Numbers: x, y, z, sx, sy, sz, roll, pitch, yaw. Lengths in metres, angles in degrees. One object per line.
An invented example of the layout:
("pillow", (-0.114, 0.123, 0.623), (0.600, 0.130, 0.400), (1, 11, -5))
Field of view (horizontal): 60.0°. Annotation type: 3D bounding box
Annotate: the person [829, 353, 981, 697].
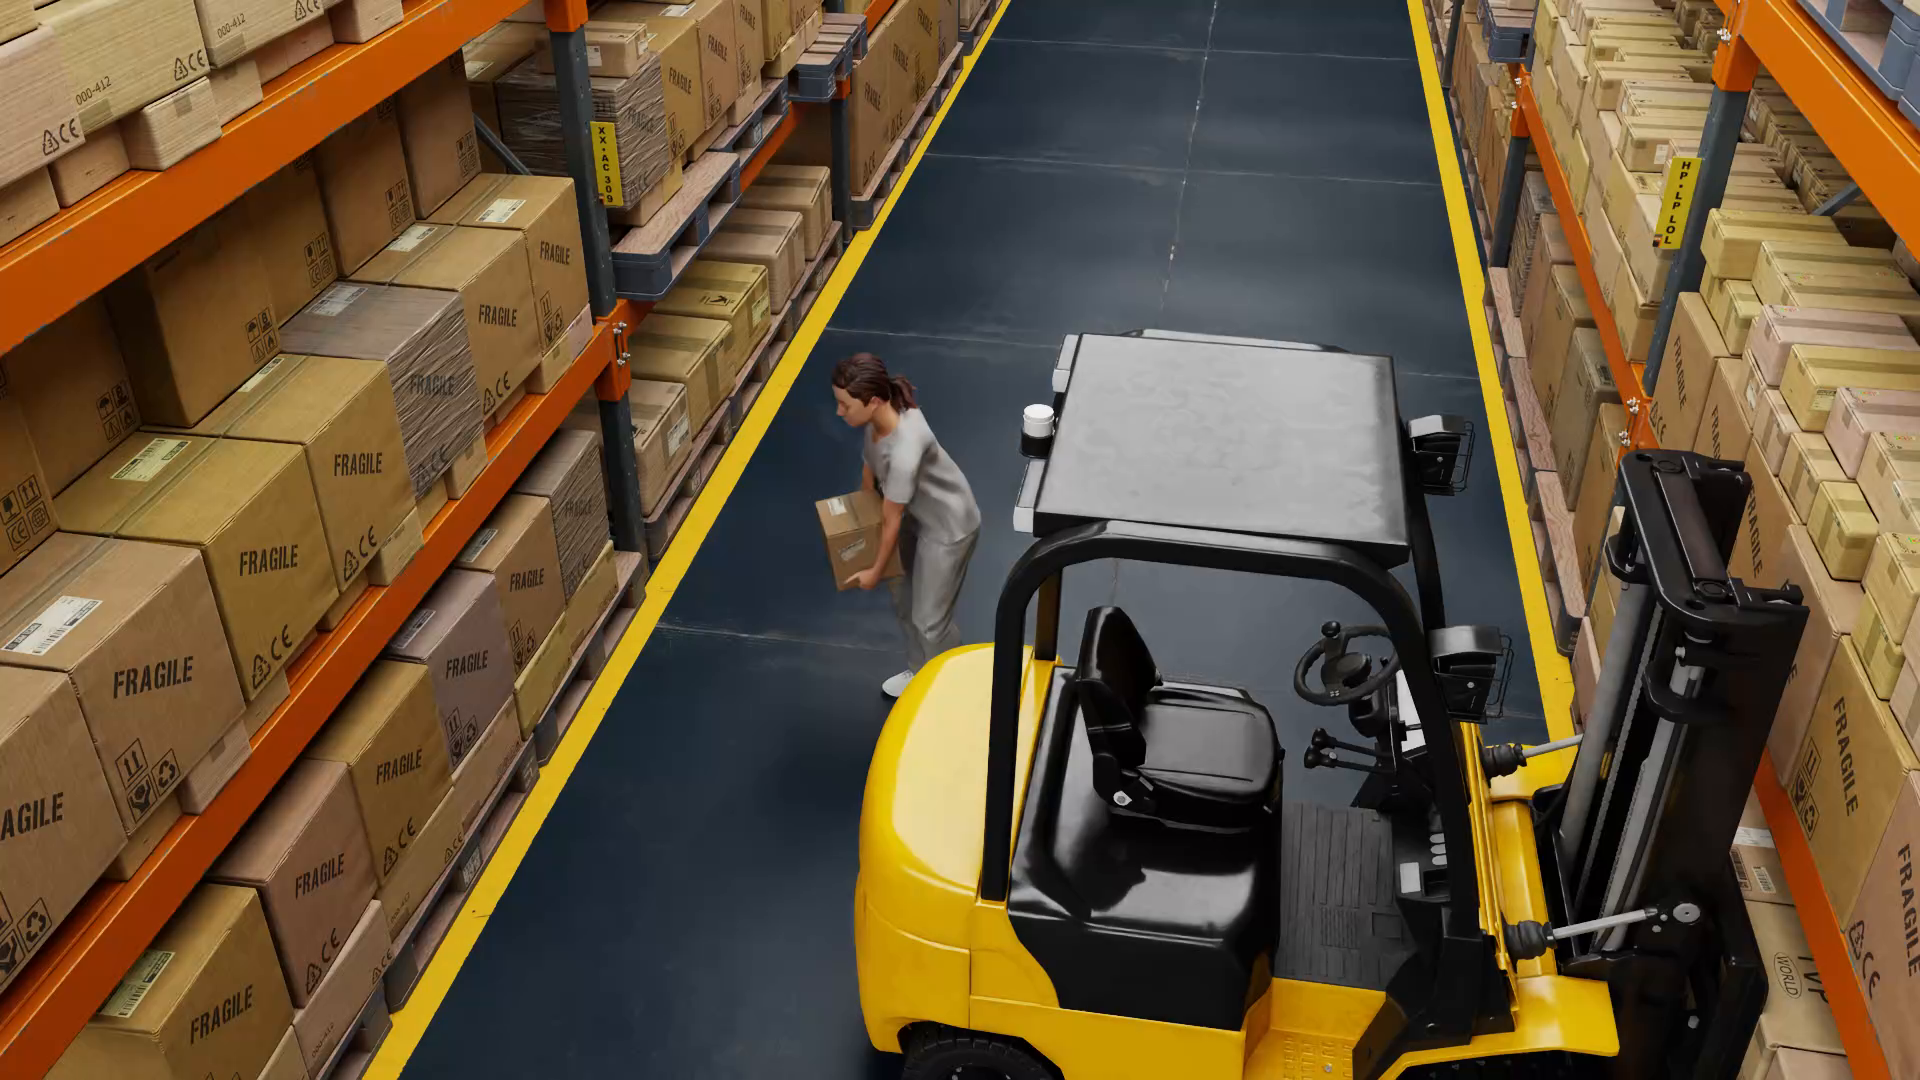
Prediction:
("person", (-0.201, 0.012, 6.219), (0.549, 1.575, 0.408), (-11, 34, -17))
